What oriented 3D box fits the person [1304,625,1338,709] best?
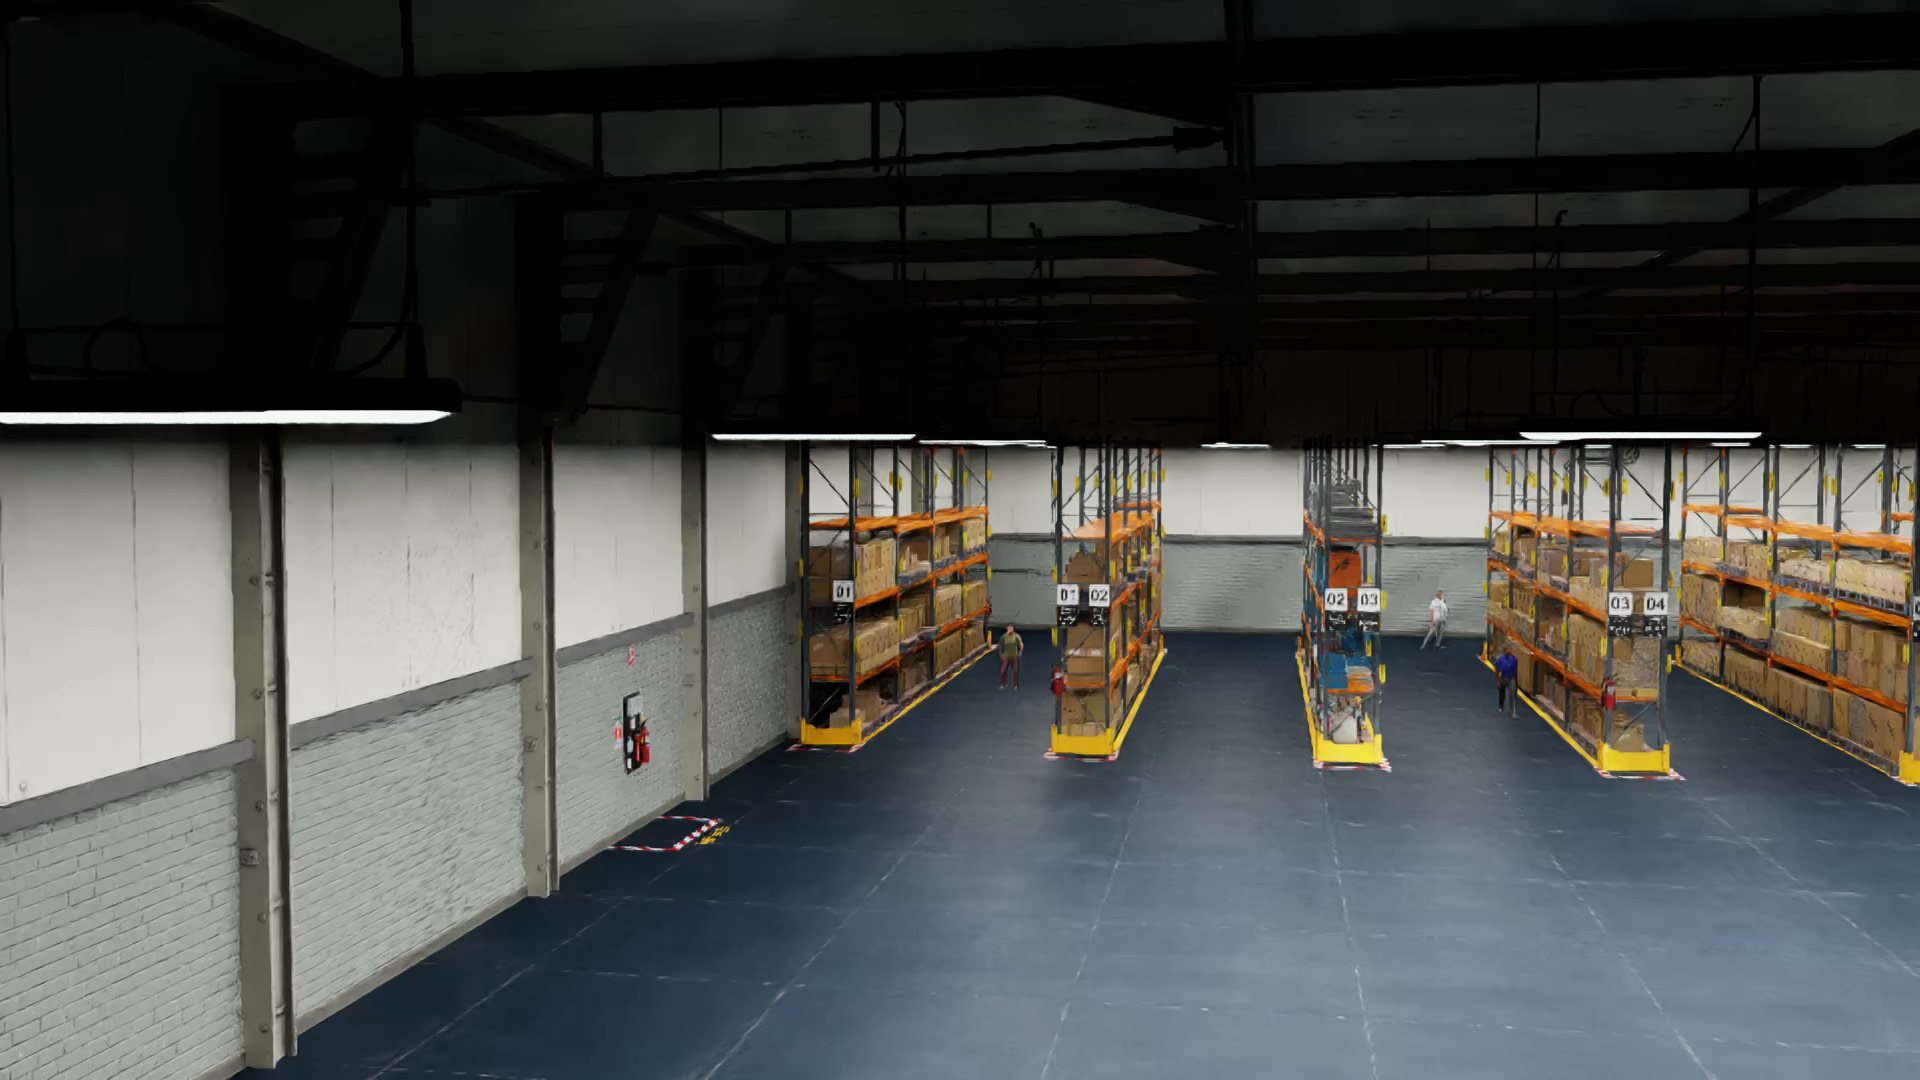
[{"bbox_3d":[7.715,2.700,35.505,0.625,1.787,0.719,0,3,-3],"label":"person"}]

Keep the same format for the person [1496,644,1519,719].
[{"bbox_3d":[11.692,2.994,35.572,0.447,1.574,1.088,1,3,13],"label":"person"}]

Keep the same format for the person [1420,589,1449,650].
[{"bbox_3d":[13.609,2.276,47.739,0.734,1.742,0.555,-2,4,-33],"label":"person"}]

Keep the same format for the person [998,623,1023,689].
[{"bbox_3d":[1.210,2.772,39.736,0.598,1.619,0.507,0,3,8],"label":"person"}]
